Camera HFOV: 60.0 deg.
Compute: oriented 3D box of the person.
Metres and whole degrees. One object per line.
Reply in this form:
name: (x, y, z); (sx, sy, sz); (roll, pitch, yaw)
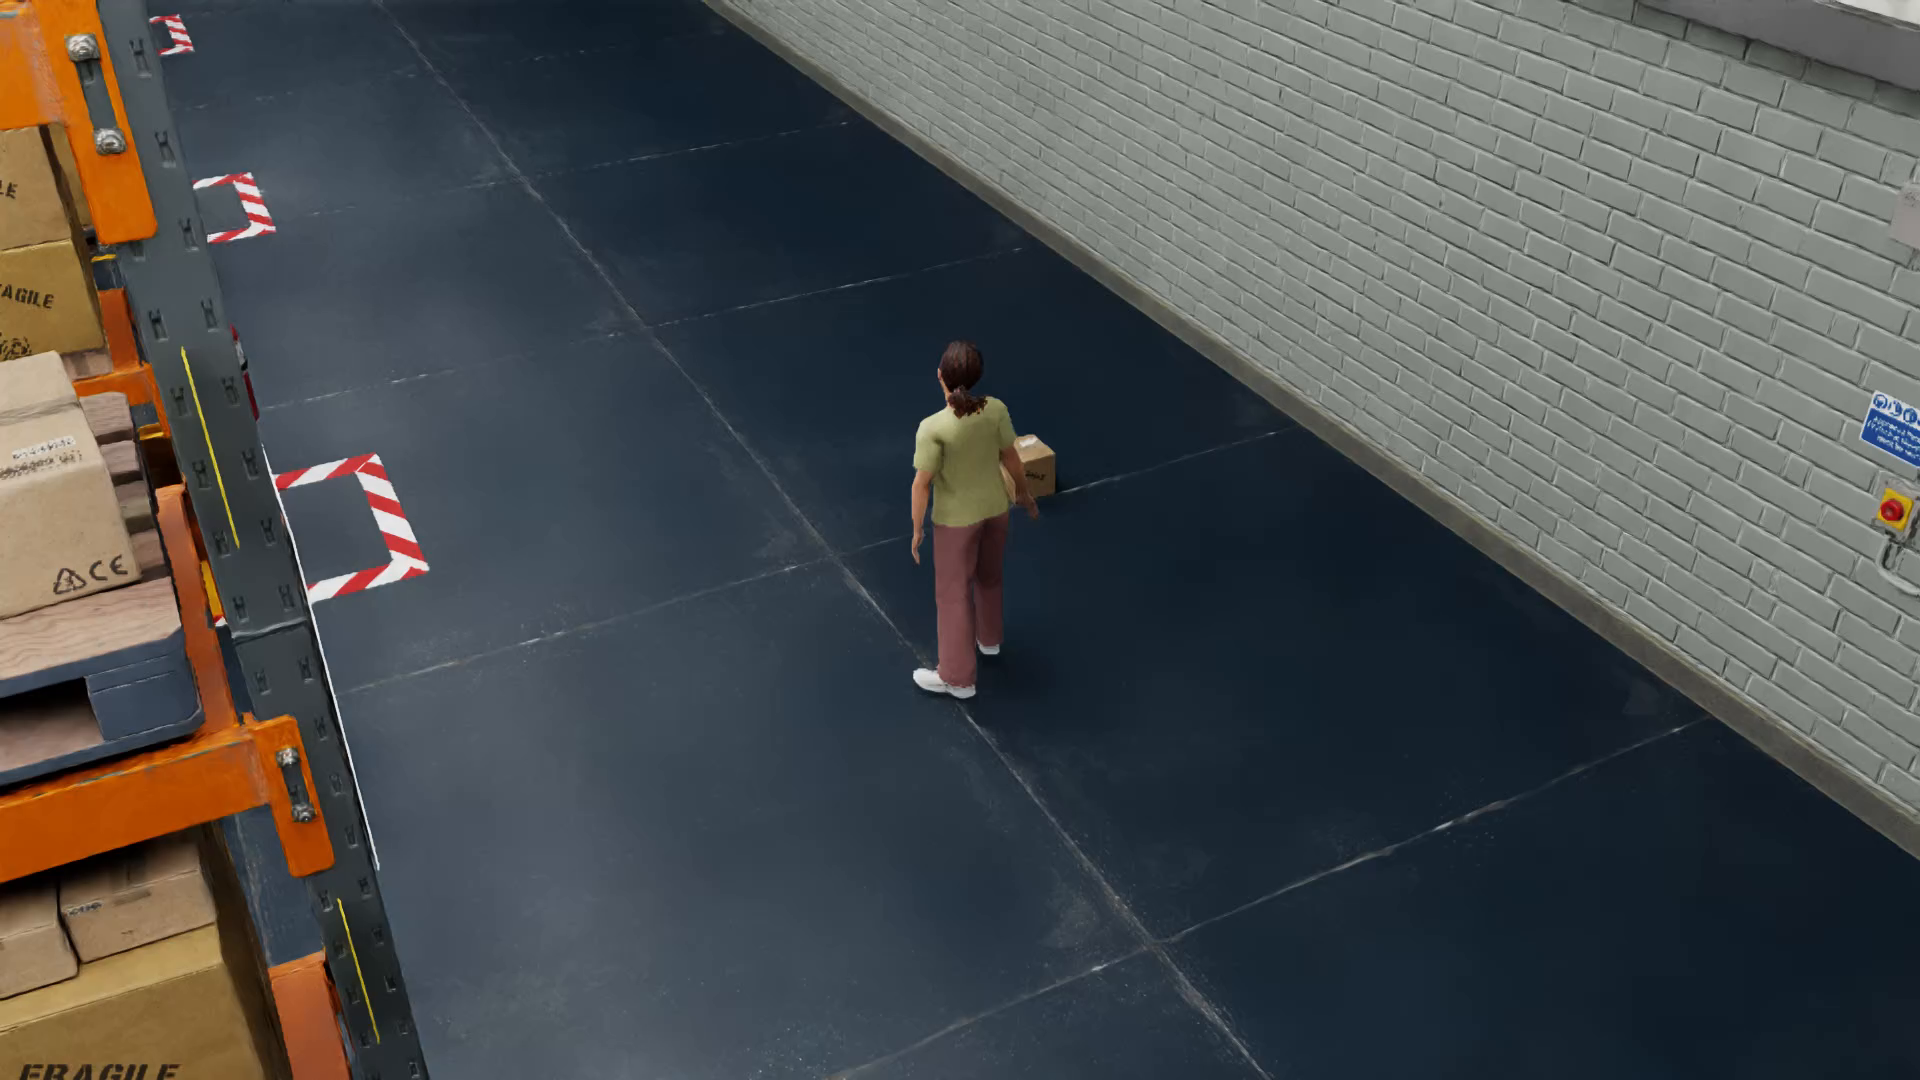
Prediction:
person: (0.026, -0.129, 7.291); (0.621, 1.673, 0.517); (-18, 37, -26)
